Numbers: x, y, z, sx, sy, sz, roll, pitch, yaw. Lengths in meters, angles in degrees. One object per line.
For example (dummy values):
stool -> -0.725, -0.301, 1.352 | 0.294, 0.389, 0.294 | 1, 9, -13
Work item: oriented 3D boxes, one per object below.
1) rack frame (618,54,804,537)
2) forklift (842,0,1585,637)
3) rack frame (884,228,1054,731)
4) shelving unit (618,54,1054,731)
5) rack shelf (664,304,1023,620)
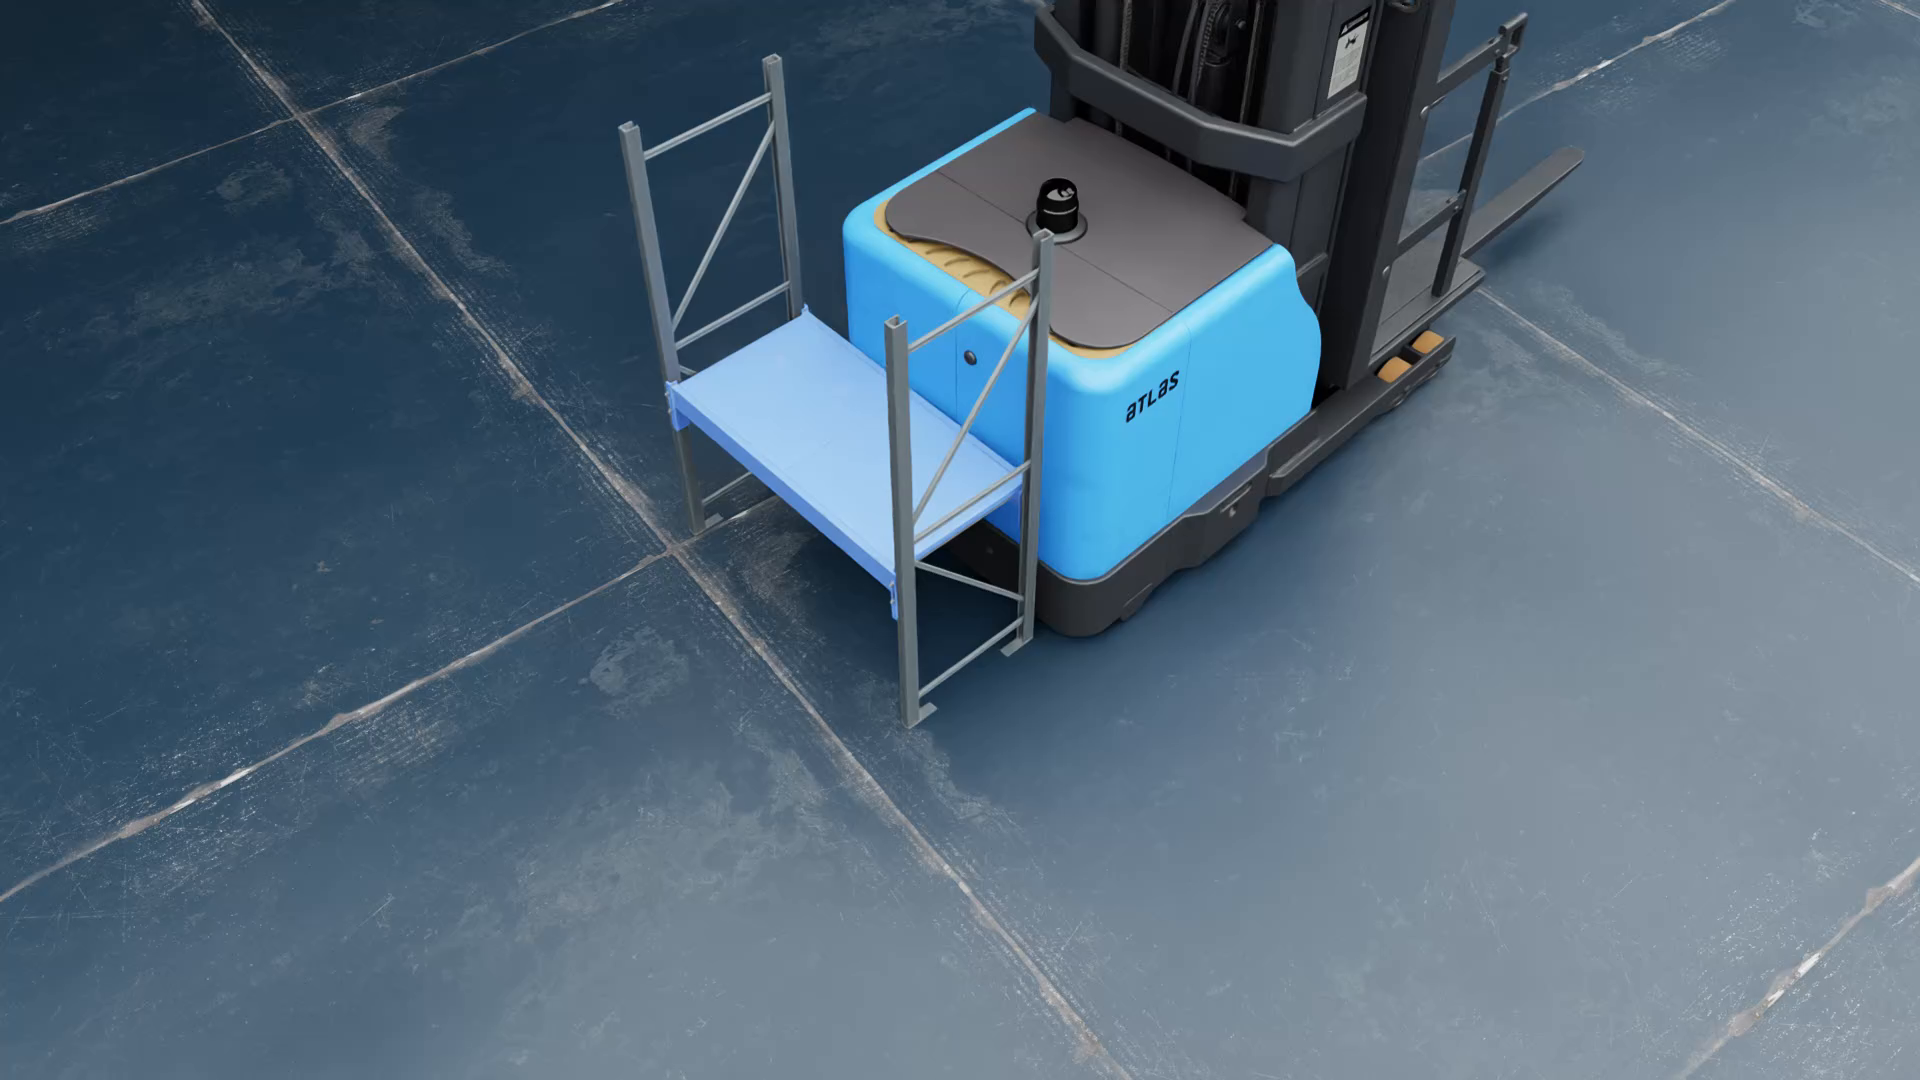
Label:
rack frame -> -0.663, -0.647, 4.824 | 0.500, 1.500, 0.032 | -34, 56, -27
forklift -> 1.054, -1.683, 4.798 | 3.031, 2.935, 1.130 | -36, 57, -28
rack frame -> 0.026, -0.092, 4.321 | 0.500, 1.500, 0.032 | -34, 56, -27
shelving unit -> -0.318, -0.370, 4.573 | 0.538, 1.500, 1.048 | -34, 56, -27
rack shelf -> -0.318, -0.249, 4.706 | 0.538, 0.185, 1.000 | -34, 56, -27
